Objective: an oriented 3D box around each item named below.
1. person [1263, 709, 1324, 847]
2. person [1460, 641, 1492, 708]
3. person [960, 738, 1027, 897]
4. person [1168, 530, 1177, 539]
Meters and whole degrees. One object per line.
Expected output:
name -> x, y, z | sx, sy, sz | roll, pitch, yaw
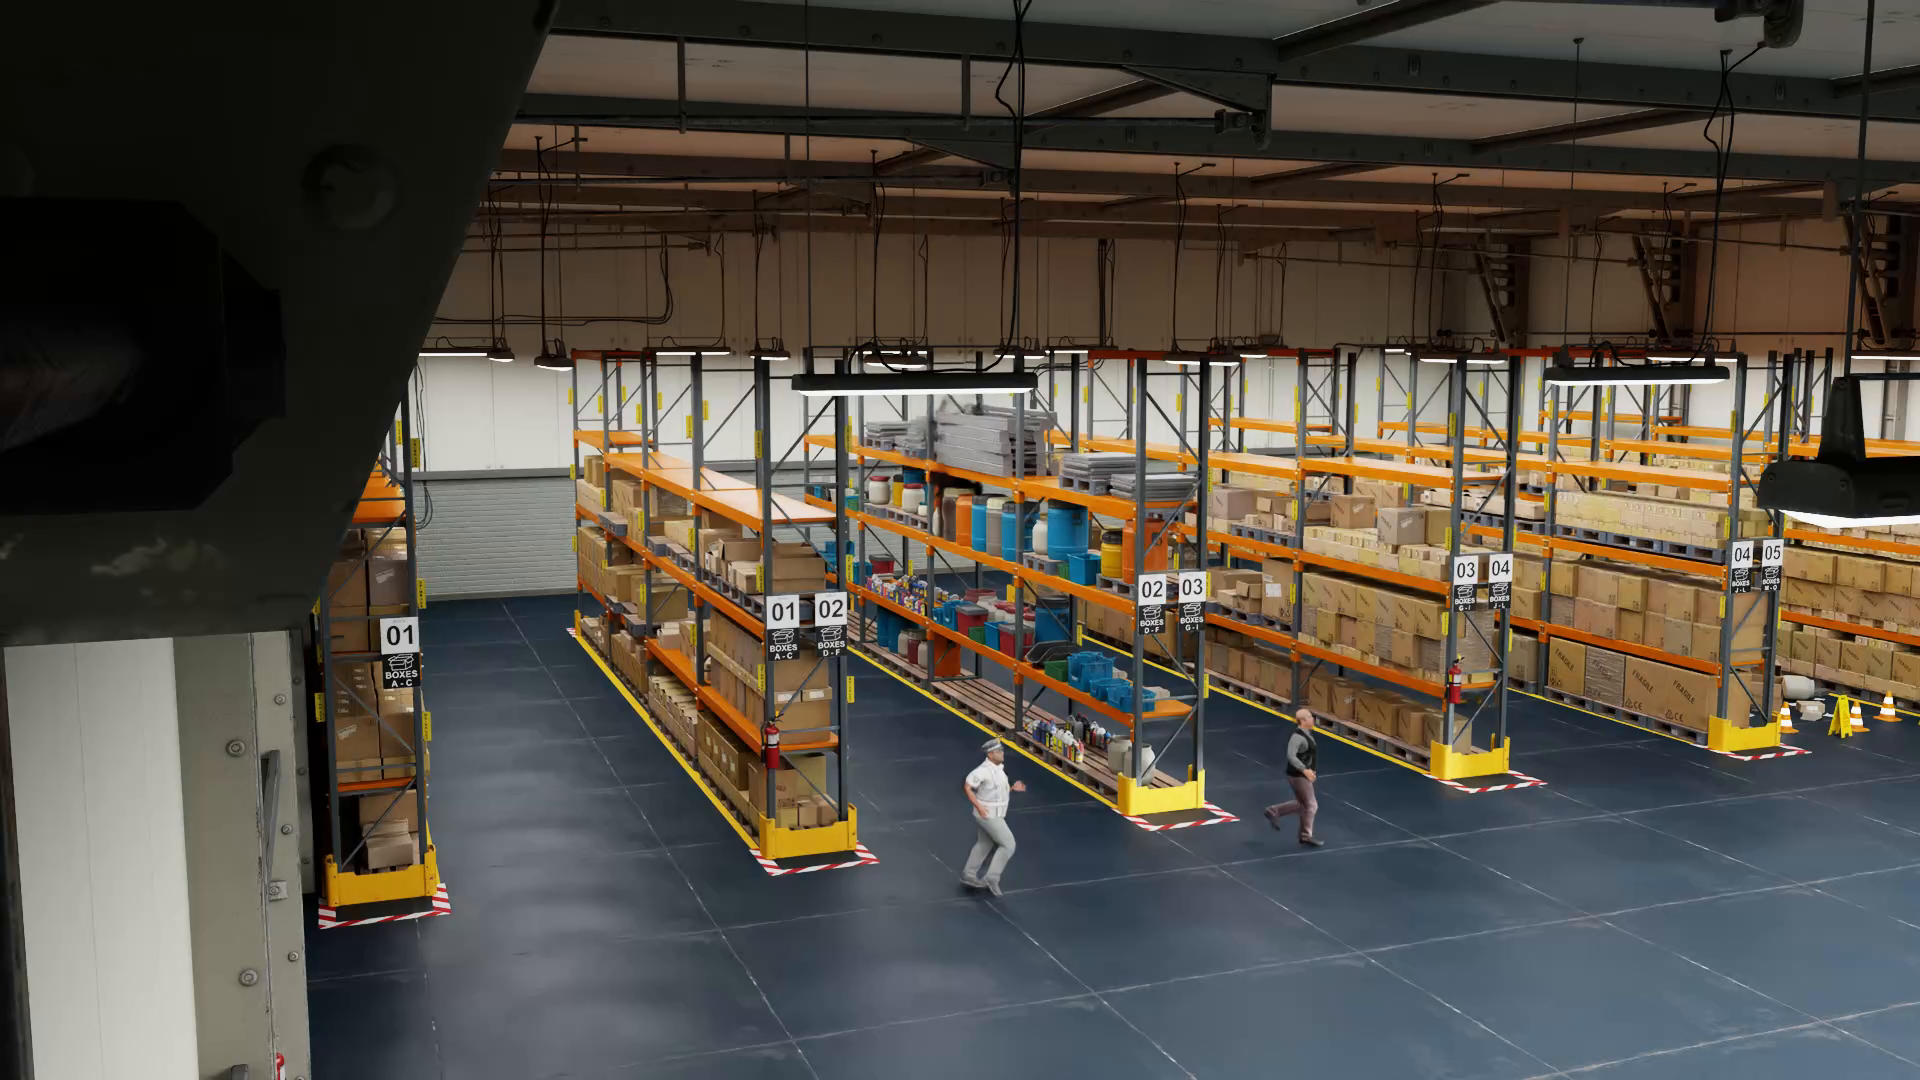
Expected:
person -> 4.153, 2.927, 20.642 | 0.757, 1.712, 0.660 | 2, 7, 17
person -> 8.715, 1.971, 28.152 | 0.684, 1.814, 0.731 | -4, 8, -31
person -> 0.375, 3.137, 18.881 | 0.752, 1.841, 0.626 | 1, 7, 9
person -> 5.082, 0.466, 40.351 | 0.696, 1.747, 0.720 | 3, 8, 26
